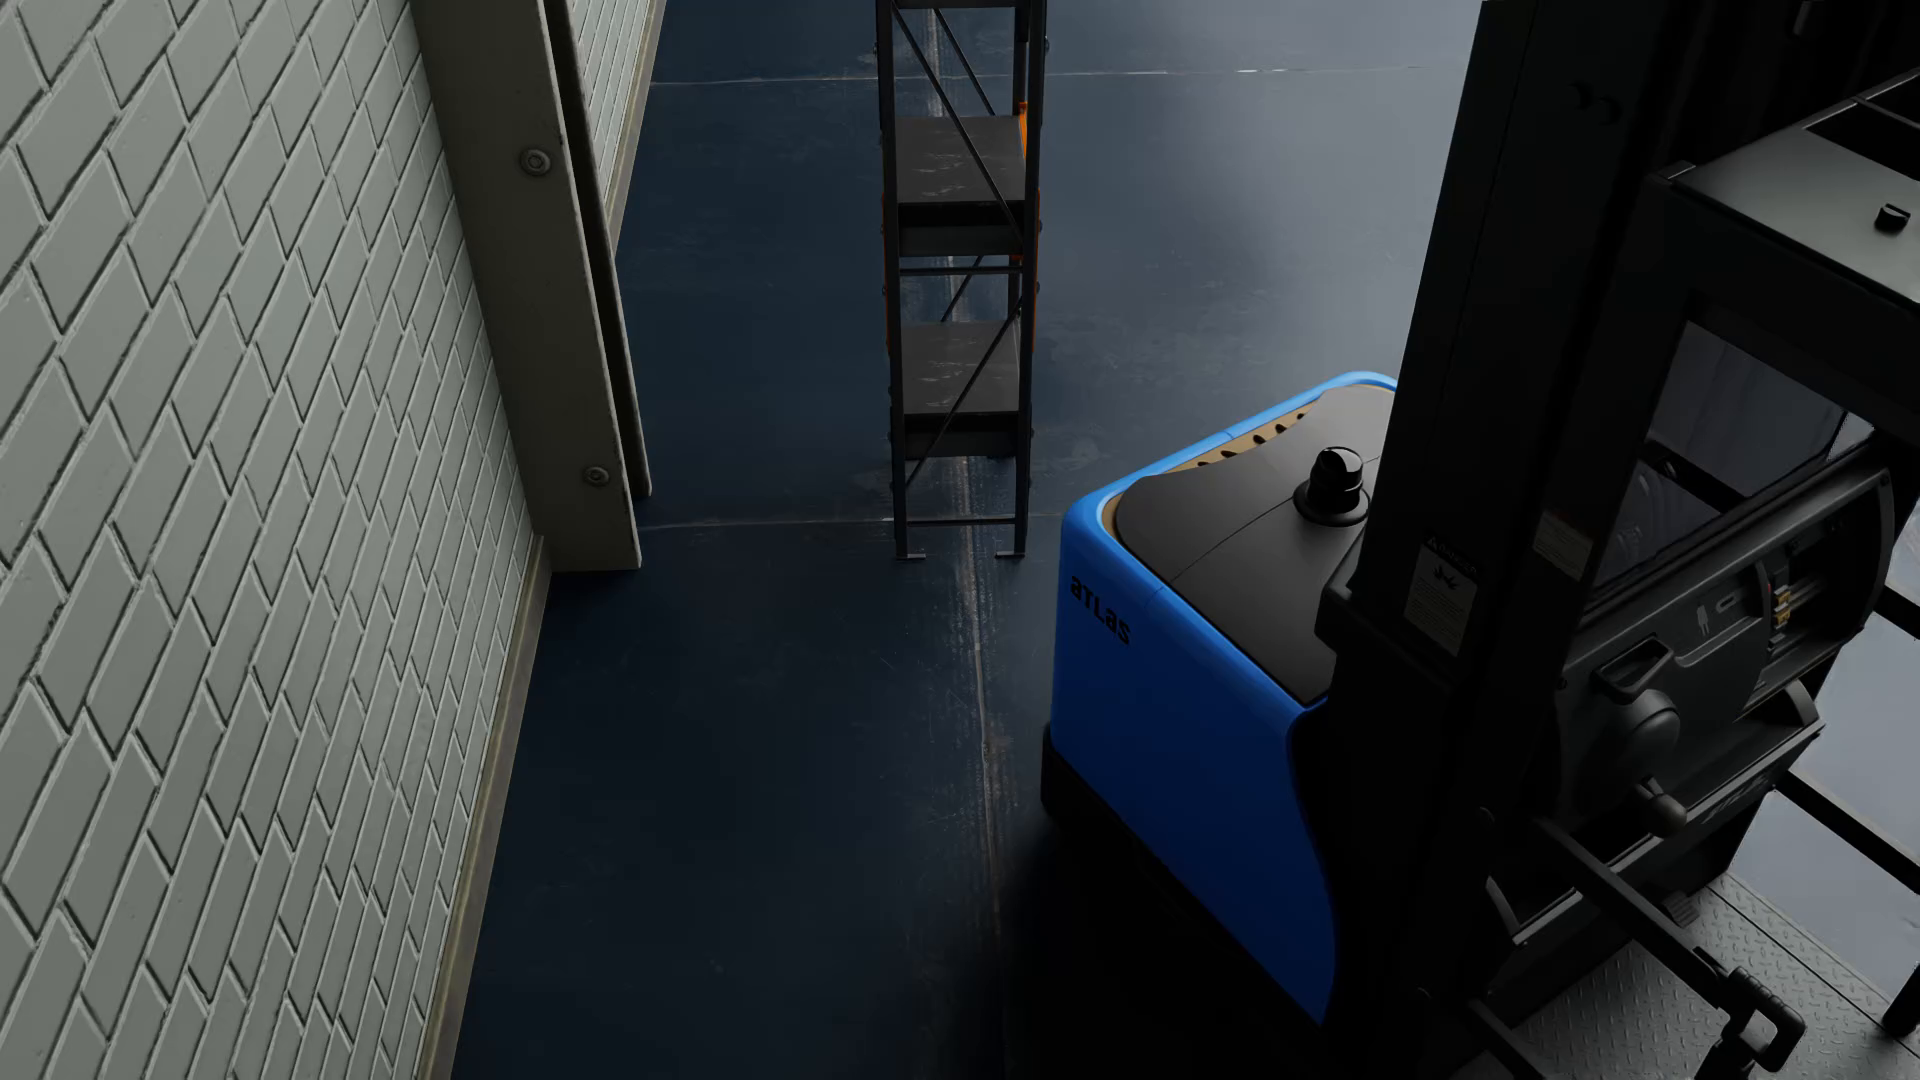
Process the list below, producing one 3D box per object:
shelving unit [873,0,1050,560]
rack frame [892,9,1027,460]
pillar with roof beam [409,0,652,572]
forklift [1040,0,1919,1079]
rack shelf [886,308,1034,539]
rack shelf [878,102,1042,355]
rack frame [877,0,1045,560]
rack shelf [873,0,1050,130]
[{"bbox_3d":[-0.007,-0.886,4.662,0.431,2.100,0.503,-2,43,-2],"label":"shelving unit"},{"bbox_3d":[-0.017,-1.051,4.842,0.400,2.100,0.015,-2,43,-2],"label":"rack frame"},{"bbox_3d":[3.147,-3.481,2.388,9.100,9.000,0.400,-2,43,-2],"label":"pillar with roof beam"},{"bbox_3d":[1.465,0.269,2.787,1.130,2.935,3.031,-25,48,-25],"label":"forklift"},{"bbox_3d":[-0.007,-0.360,5.145,0.431,0.518,0.480,-2,43,-2],"label":"rack shelf"},{"bbox_3d":[-0.007,-0.876,4.672,0.431,0.518,0.480,-2,43,-2],"label":"rack shelf"},{"bbox_3d":[0.003,-0.721,4.483,0.400,2.100,0.015,-2,43,-2],"label":"rack frame"},{"bbox_3d":[-0.007,-1.392,4.199,0.431,0.518,0.480,-2,43,-2],"label":"rack shelf"}]
